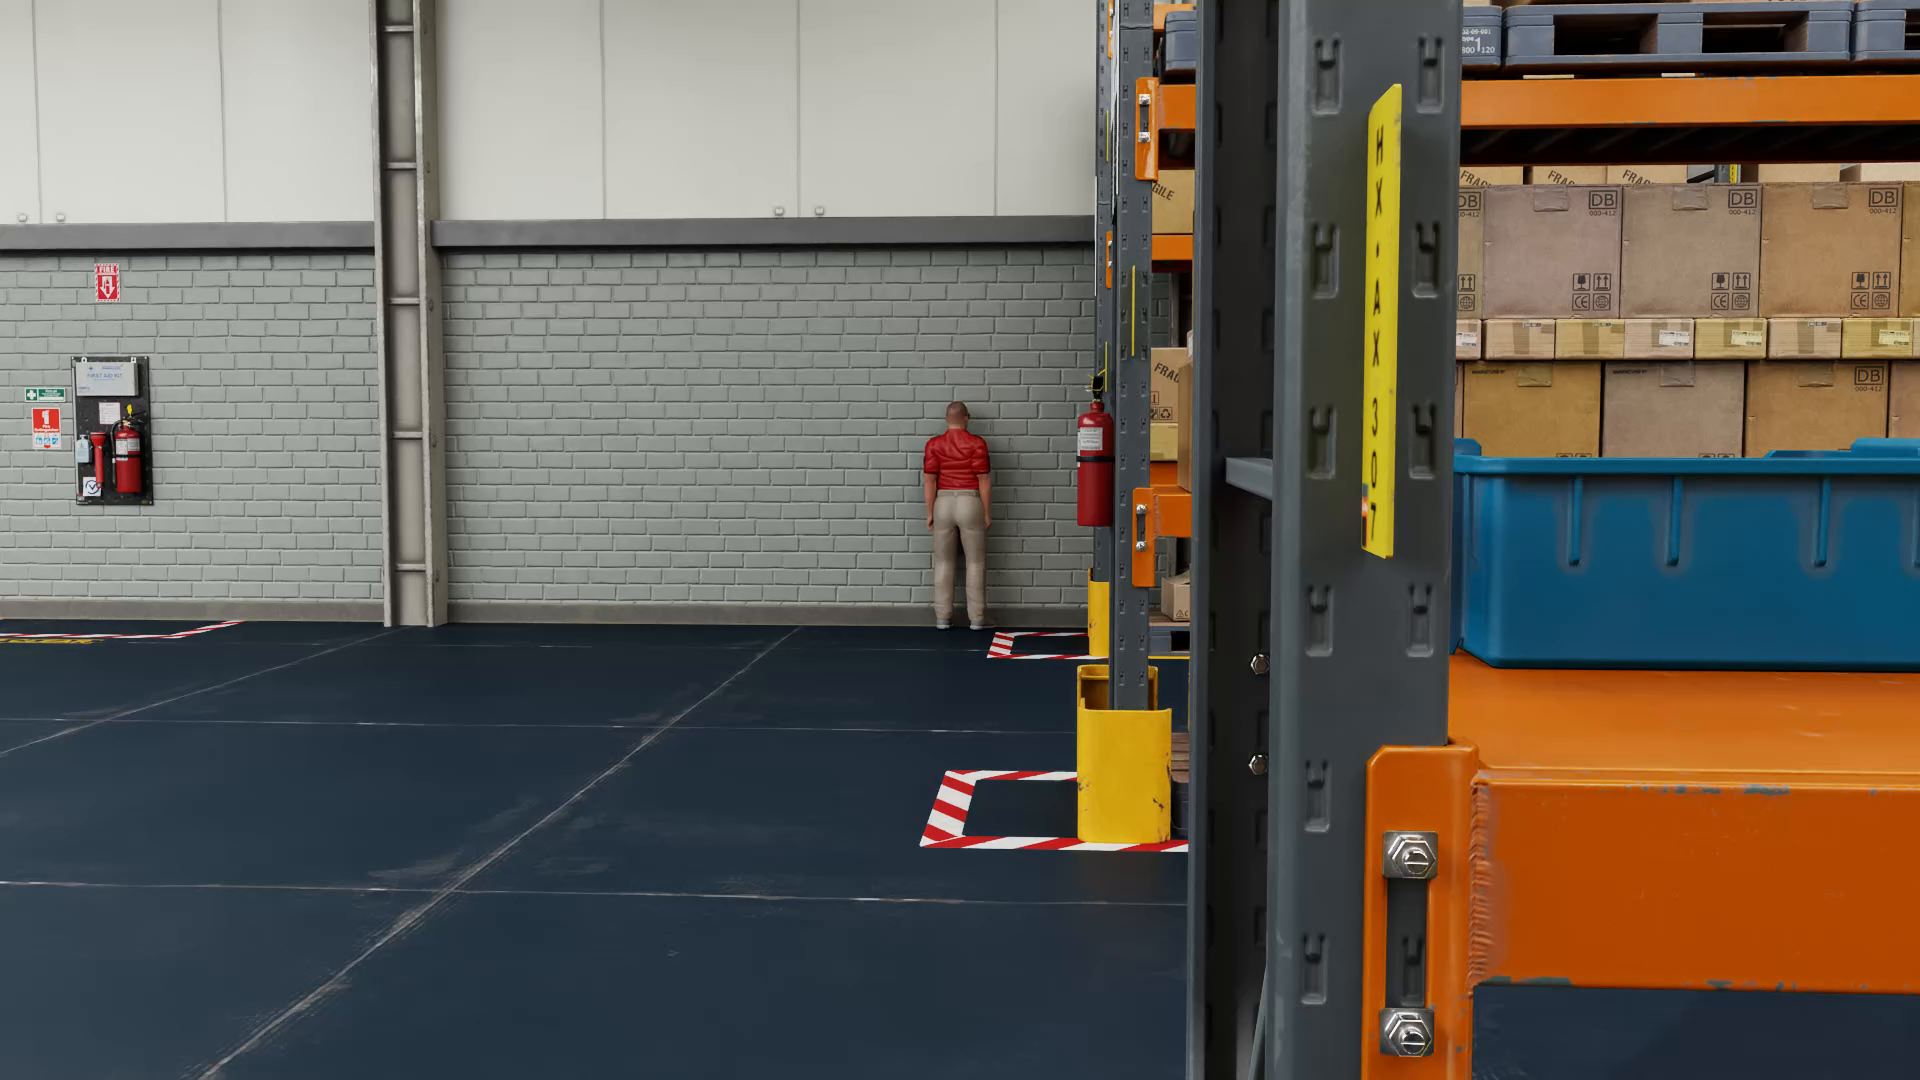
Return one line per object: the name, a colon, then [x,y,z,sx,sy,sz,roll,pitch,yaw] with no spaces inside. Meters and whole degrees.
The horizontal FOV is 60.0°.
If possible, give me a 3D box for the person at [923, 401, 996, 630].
person: [-0.002,-0.185,12.595,0.523,1.728,0.381,1,4,12]
